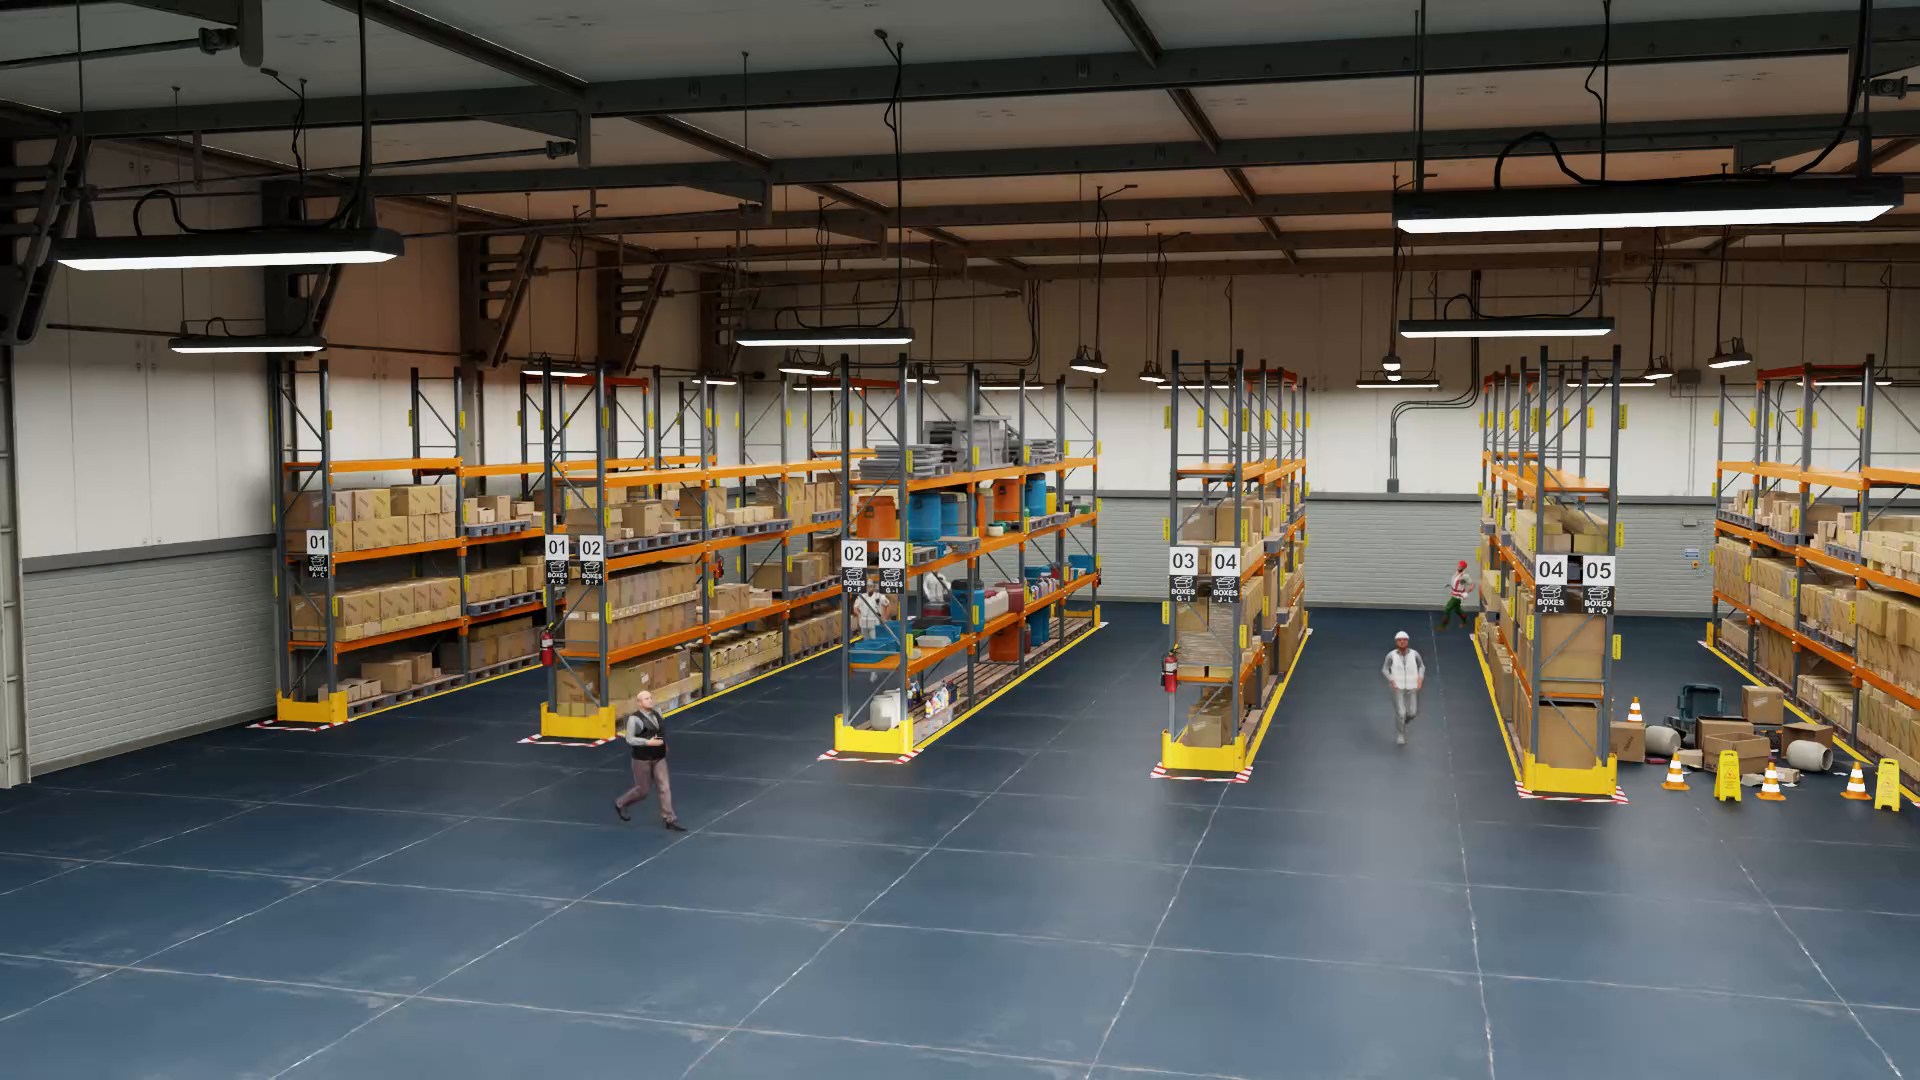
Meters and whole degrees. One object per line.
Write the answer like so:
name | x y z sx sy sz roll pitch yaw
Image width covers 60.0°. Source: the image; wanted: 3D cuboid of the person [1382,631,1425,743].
person | 6.893 2.286 25.830 0.666 1.737 0.528 0 4 6

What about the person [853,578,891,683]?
person | -1.663 1.648 30.730 0.645 1.891 0.770 1 4 18

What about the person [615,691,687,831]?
person | -3.765 2.672 20.233 1.054 1.677 0.672 3 5 36

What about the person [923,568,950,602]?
person | -0.551 1.356 39.378 0.658 1.677 0.579 0 4 -4

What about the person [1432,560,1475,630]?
person | 11.683 1.305 39.378 0.952 1.703 0.847 1 4 17
